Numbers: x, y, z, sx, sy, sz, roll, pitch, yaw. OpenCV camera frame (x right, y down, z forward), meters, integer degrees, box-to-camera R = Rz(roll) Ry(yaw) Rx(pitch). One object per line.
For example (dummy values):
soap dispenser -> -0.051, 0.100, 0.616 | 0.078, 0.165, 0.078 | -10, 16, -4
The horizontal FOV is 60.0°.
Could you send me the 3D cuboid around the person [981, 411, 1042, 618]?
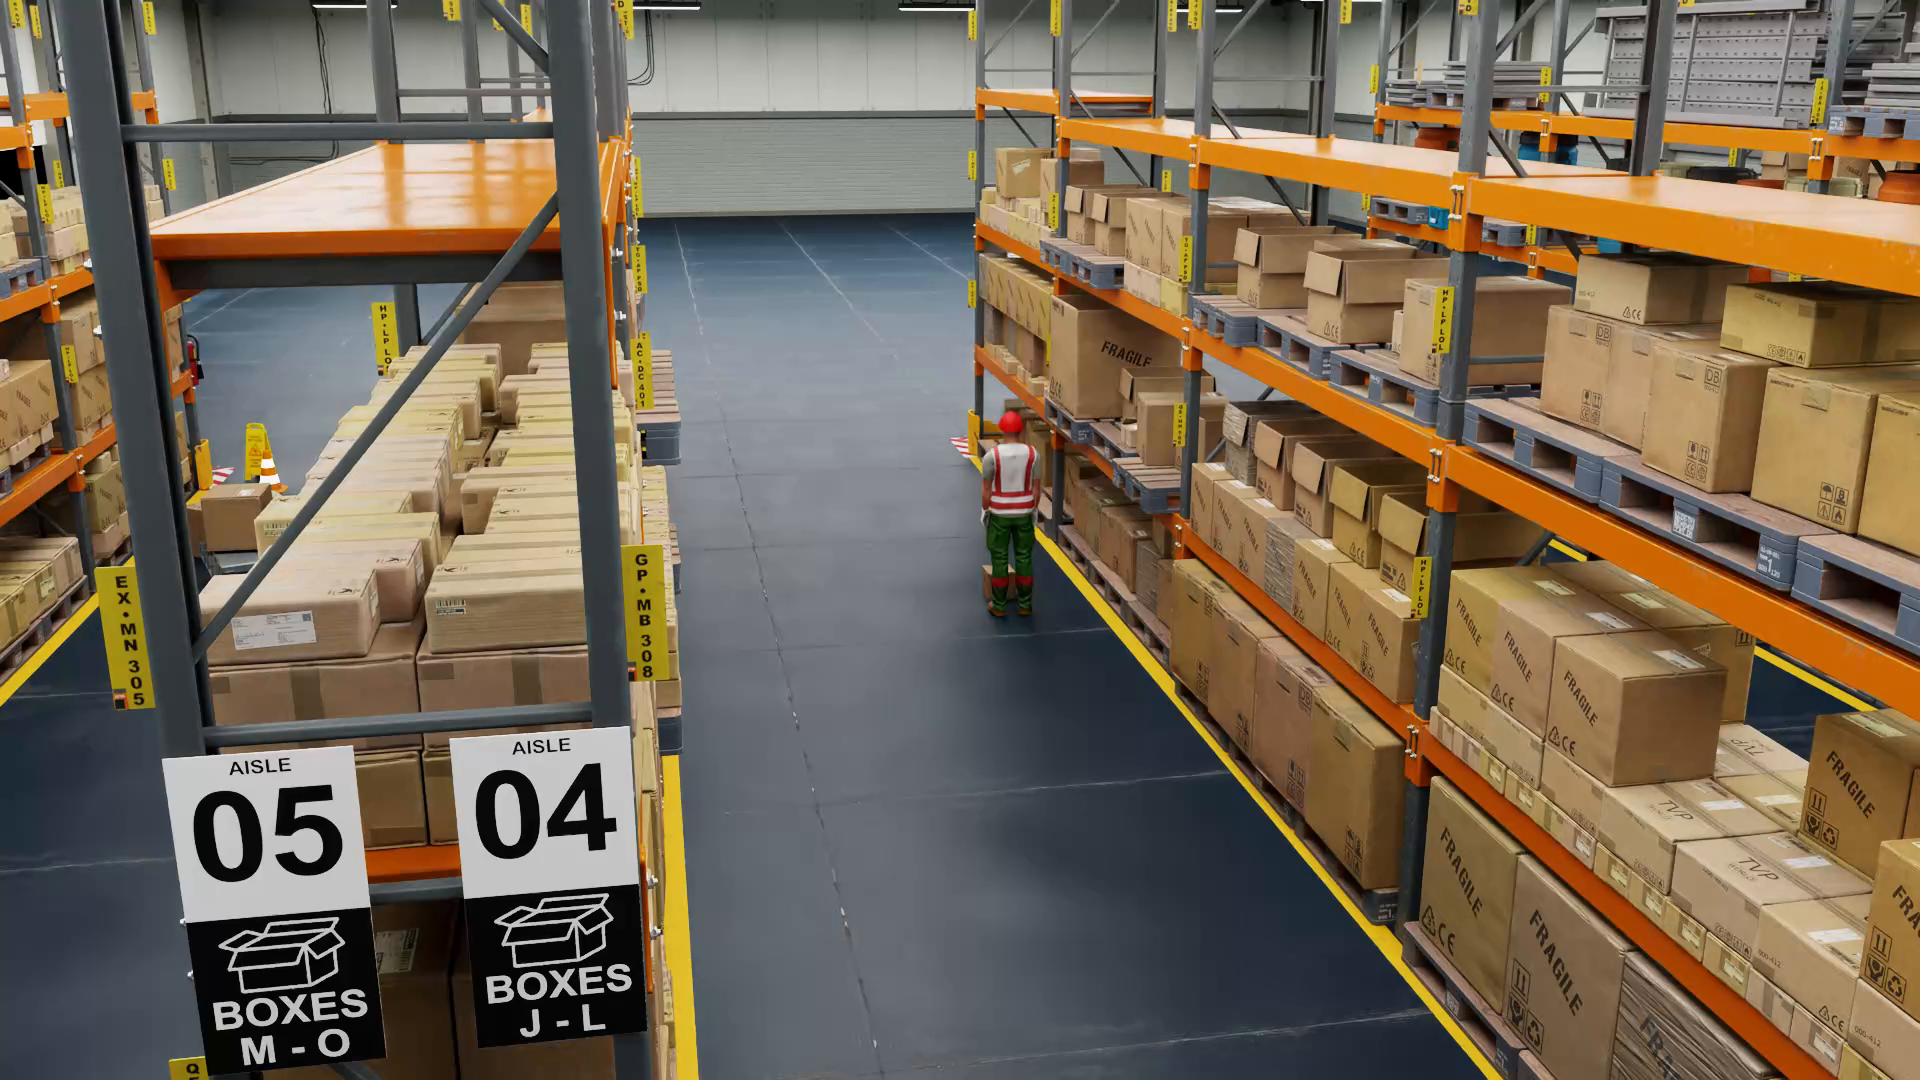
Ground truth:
person -> 0.432, -0.230, 14.267 | 0.523, 1.792, 0.339 | -3, 16, -10
